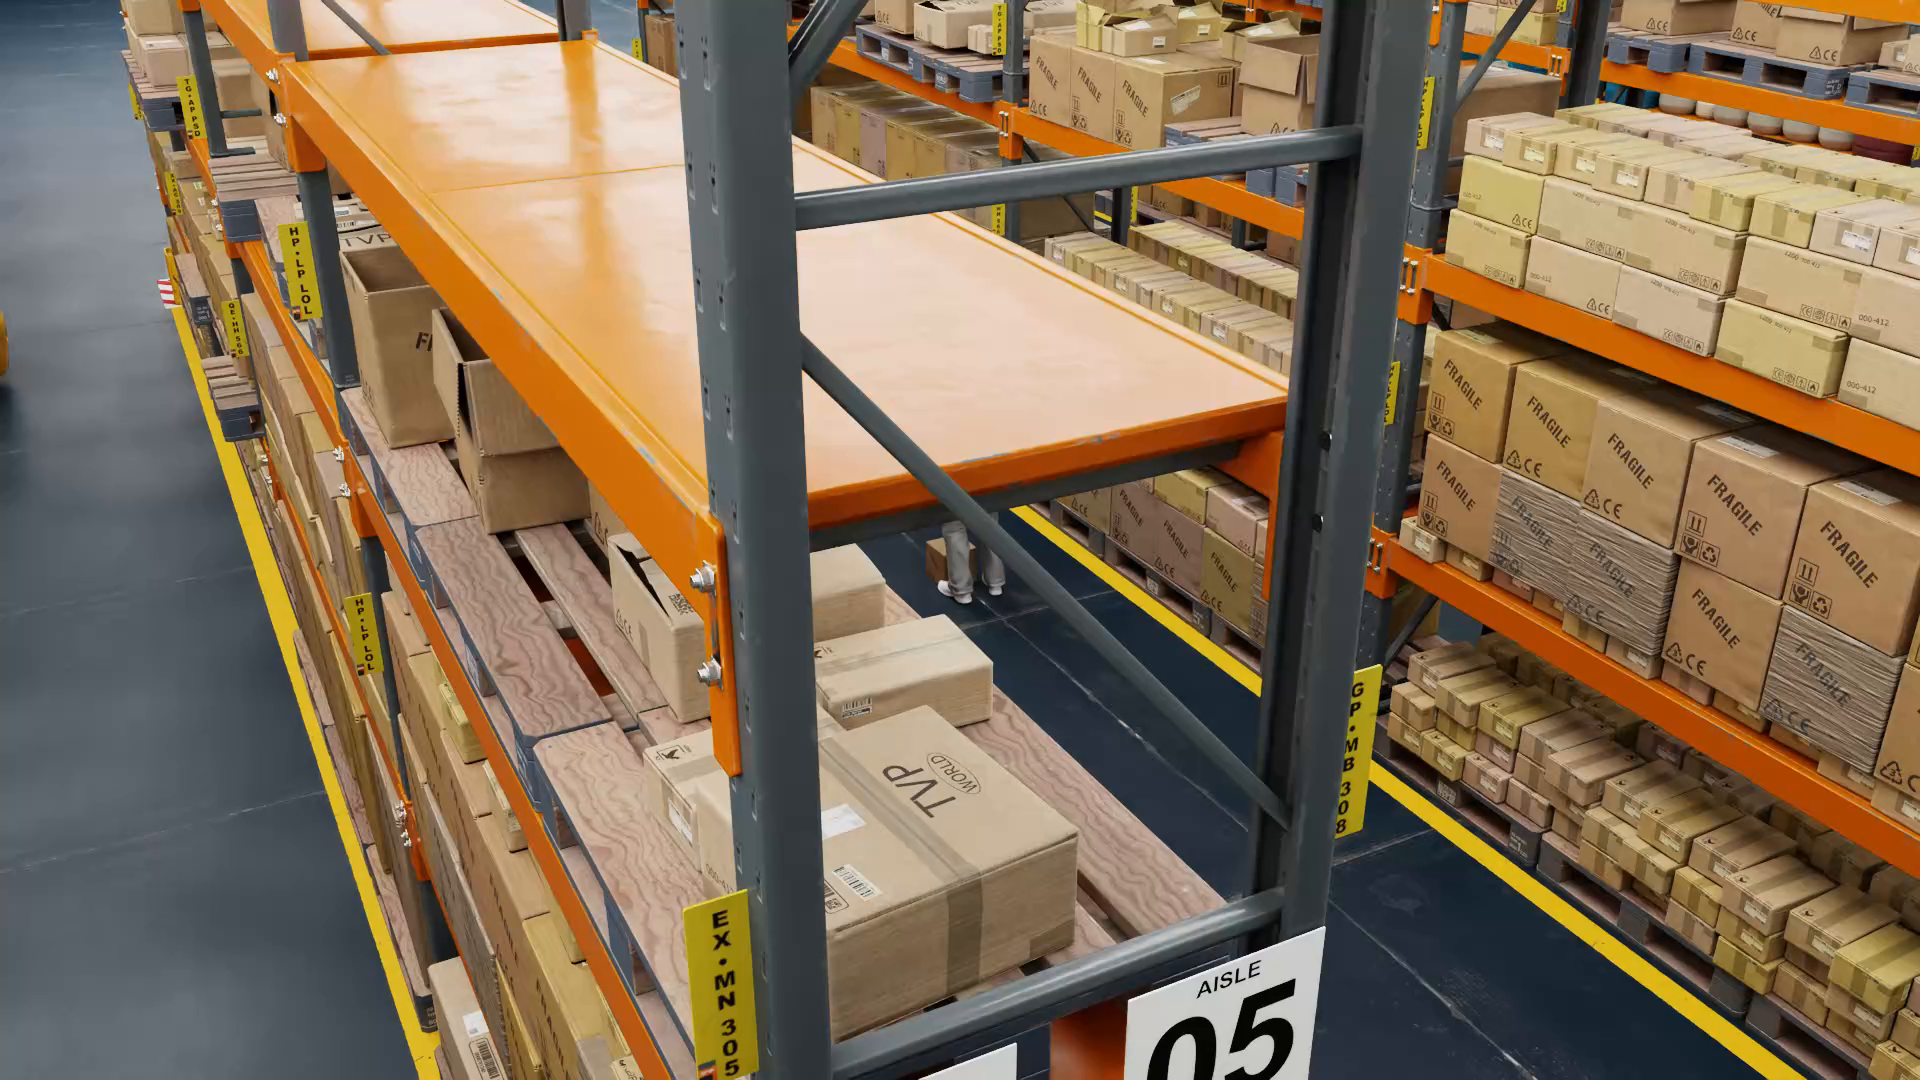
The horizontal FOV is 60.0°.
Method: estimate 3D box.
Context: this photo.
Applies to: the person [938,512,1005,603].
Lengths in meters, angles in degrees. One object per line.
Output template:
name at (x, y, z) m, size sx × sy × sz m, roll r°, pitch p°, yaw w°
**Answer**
person at (0.071, -0.404, 10.473) m, size 0.498 × 1.671 × 0.363 m, roll -14°, pitch 29°, yaw -27°
